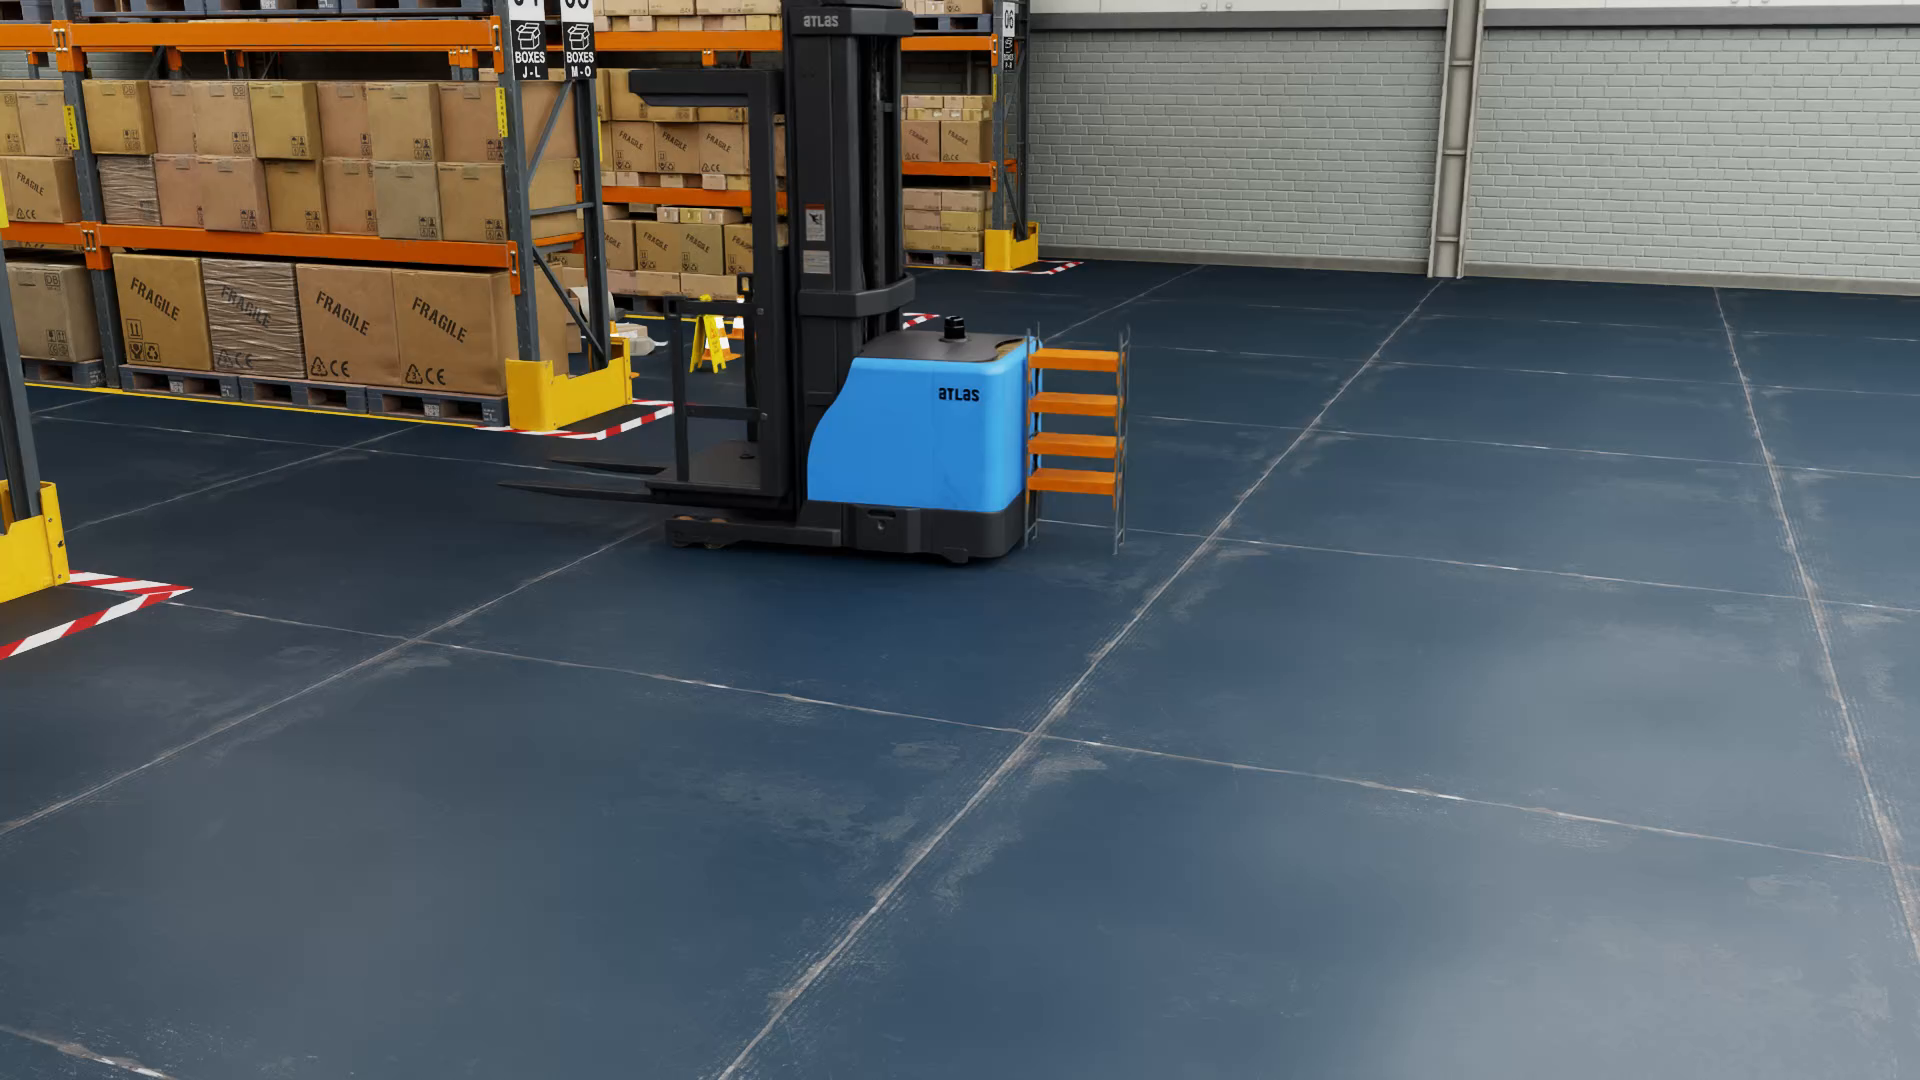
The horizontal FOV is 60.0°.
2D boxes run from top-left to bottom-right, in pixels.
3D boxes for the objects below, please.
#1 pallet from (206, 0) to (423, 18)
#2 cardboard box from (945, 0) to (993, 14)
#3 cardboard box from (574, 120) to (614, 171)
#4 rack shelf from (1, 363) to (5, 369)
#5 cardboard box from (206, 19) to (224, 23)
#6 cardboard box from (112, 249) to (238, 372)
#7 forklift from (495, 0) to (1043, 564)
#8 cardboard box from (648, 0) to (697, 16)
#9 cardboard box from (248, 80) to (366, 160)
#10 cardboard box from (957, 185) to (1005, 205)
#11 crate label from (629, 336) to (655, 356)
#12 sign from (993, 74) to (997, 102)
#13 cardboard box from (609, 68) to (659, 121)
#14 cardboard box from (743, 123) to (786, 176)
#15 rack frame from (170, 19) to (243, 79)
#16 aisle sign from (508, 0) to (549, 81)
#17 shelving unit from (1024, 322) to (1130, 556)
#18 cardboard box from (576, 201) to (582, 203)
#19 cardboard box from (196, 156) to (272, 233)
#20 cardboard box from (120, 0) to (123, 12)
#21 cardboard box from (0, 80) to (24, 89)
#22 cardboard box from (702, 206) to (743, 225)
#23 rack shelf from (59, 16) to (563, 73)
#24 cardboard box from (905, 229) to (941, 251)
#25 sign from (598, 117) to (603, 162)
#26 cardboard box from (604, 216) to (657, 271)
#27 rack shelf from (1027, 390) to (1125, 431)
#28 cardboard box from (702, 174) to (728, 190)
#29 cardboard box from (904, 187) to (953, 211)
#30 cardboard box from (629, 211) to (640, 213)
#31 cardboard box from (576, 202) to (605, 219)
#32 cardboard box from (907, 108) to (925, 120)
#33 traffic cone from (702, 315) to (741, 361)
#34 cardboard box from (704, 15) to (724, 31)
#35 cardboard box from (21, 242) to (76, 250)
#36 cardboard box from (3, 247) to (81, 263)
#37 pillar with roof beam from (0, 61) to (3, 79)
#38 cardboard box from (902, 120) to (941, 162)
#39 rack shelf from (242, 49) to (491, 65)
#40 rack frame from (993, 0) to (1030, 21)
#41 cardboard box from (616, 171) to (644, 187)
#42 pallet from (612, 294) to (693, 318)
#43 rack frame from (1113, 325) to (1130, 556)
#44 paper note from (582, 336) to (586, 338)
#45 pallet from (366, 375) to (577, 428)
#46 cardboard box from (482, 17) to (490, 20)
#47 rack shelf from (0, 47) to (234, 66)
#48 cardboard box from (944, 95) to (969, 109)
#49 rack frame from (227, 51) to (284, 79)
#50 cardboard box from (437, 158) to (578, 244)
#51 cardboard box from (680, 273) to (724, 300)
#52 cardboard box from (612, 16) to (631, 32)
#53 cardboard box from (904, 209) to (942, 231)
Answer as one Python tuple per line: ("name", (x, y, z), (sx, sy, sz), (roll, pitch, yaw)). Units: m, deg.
("pallet", (-4.734, -3.971, 12.252), (1.213, 0.211, 1.003), (6, 17, 21))
("cardboard box", (0.138, -6.678, 20.304), (0.500, 0.500, 0.500), (7, 18, 22))
("cardboard box", (-3.655, -4.053, 17.040), (0.500, 0.500, 0.500), (6, 17, 20))
("rack shelf", (-6.675, -0.959, 8.387), (4.000, 0.370, 1.077), (6, 17, 21))
("cardboard box", (-8.152, -5.762, 18.501), (0.258, 0.266, 0.396), (6, 17, 21))
("cardboard box", (-6.062, -1.884, 13.340), (0.875, 0.875, 0.875), (7, 17, 21))
("forklift", (-1.106, -1.493, 9.058), (3.031, 2.935, 1.130), (4, 17, 15))
("cardboard box", (-2.705, -5.267, 16.293), (0.500, 0.250, 0.500), (7, 18, 22))
("cardboard box", (-4.789, -3.160, 12.472), (0.500, 0.550, 0.875), (6, 17, 21))
("cardboard box", (0.262, -4.417, 21.394), (0.500, 0.250, 0.500), (6, 17, 20))
("crate label", (-2.897, -1.746, 14.943), (0.298, 0.136, 0.250), (-2, 16, -8))
("sign", (0.427, -5.488, 20.196), (0.005, 0.325, 0.100), (6, 17, 21))
("cardboard box", (-3.127, -4.503, 16.798), (0.500, 0.500, 0.700), (6, 17, 20))
("cardboard box", (-1.785, -3.845, 16.325), (0.500, 0.500, 0.500), (6, 17, 20))
("rack frame", (-8.621, -4.488, 19.254), (0.127, 3.000, 1.000), (6, 17, 21))
("aisle sign", (-2.945, -3.539, 11.322), (0.004, 0.787, 0.394), (6, 17, 21))
("shelving unit", (0.621, -0.541, 8.884), (0.503, 1.200, 0.258), (4, 17, 15))
("cardboard box", (-4.991, -4.636, 23.270), (0.625, 0.625, 0.875), (6, 17, 18))
("cardboard box", (-5.295, -2.686, 12.777), (0.550, 0.550, 0.875), (6, 17, 21))
("cardboard box", (-9.027, -6.180, 18.761), (0.637, 0.503, 0.797), (5, 17, 17))
("cardboard box", (-11.089, -5.209, 19.765), (0.500, 0.500, 0.500), (6, 17, 19))
("cardboard box", (-2.386, -3.257, 16.683), (0.250, 0.149, 0.380), (7, 18, 22))
("rack shelf", (-4.761, -3.675, 12.364), (4.000, 0.370, 1.077), (6, 17, 21))
("cardboard box", (-0.373, -3.858, 21.262), (0.500, 0.250, 0.500), (6, 17, 21))
("sign", (-2.692, -2.973, 12.339), (0.005, 0.325, 0.100), (6, 17, 21))
("cardboard box", (-3.466, -3.085, 17.253), (0.500, 0.500, 0.500), (7, 18, 24))
("rack shelf", (0.621, -0.691, 8.841), (0.480, 0.148, 0.258), (4, 17, 15))
("cardboard box", (-2.363, -3.579, 16.574), (0.250, 0.149, 0.380), (7, 17, 22))
("cardboard box", (-0.381, -4.336, 21.114), (0.500, 0.250, 0.500), (7, 17, 22))
("cardboard box", (-3.777, -3.278, 17.918), (0.500, 0.500, 0.500), (7, 17, 22))
("cardboard box", (-3.877, -3.421, 17.248), (0.250, 0.149, 0.380), (7, 18, 23))
("cardboard box", (-0.480, -5.369, 20.945), (0.250, 0.149, 0.380), (6, 17, 20))
("traffic cone", (-2.143, -1.838, 14.676), (0.334, 0.463, 0.336), (6, 17, 21))
("cardboard box", (-2.302, -5.050, 16.259), (0.250, 0.149, 0.380), (6, 17, 21))
("cardboard box", (-10.892, -3.946, 20.443), (0.875, 0.875, 0.875), (7, 18, 22))
("cardboard box", (-8.128, -2.046, 14.123), (0.750, 0.750, 1.050), (6, 17, 21))
("pillar with roof beam", (-18.002, -8.868, 23.581), (0.400, 9.000, 9.100), (6, 17, 21))
("cardboard box", (-0.394, -5.043, 20.987), (0.500, 0.500, 0.500), (7, 18, 22))
("rack shelf", (-8.663, -7.076, 24.076), (4.000, 0.370, 1.077), (6, 17, 21))
("rack frame", (0.639, -7.839, 20.034), (0.127, 3.000, 1.000), (6, 17, 21))
("cardboard box", (-3.293, -3.691, 16.959), (0.250, 0.149, 0.380), (6, 17, 20))
("pallet", (-3.123, -2.556, 17.600), (1.213, 0.211, 1.003), (6, 17, 21))
("rack frame", (0.856, -0.523, 8.822), (0.015, 1.200, 0.240), (4, 17, 15))
("paper note", (-3.523, -1.945, 15.838), (0.142, 0.019, 0.148), (14, 21, 40))
("pallet", (-3.673, -1.098, 12.578), (1.213, 0.211, 1.003), (6, 17, 21))
("cardboard box", (-4.697, -5.302, 17.129), (0.250, 0.149, 0.380), (6, 17, 20))
("rack shelf", (-10.481, -5.788, 19.641), (4.000, 0.370, 1.077), (6, 17, 21))
("cardboard box", (-0.012, -5.459, 20.722), (0.250, 0.149, 0.380), (6, 17, 21))
("rack frame", (-10.524, -6.185, 25.099), (0.127, 3.000, 1.000), (6, 17, 21))
("cardboard box", (-3.263, -2.474, 12.046), (0.550, 0.550, 0.875), (6, 17, 21))
("cardboard box", (-2.508, -2.619, 16.994), (0.500, 0.250, 0.500), (6, 17, 21))
("cardboard box", (-3.263, -5.145, 16.587), (0.250, 0.149, 0.380), (6, 17, 21))
("cardboard box", (-0.391, -4.102, 21.204), (0.500, 0.250, 0.500), (6, 17, 20))
